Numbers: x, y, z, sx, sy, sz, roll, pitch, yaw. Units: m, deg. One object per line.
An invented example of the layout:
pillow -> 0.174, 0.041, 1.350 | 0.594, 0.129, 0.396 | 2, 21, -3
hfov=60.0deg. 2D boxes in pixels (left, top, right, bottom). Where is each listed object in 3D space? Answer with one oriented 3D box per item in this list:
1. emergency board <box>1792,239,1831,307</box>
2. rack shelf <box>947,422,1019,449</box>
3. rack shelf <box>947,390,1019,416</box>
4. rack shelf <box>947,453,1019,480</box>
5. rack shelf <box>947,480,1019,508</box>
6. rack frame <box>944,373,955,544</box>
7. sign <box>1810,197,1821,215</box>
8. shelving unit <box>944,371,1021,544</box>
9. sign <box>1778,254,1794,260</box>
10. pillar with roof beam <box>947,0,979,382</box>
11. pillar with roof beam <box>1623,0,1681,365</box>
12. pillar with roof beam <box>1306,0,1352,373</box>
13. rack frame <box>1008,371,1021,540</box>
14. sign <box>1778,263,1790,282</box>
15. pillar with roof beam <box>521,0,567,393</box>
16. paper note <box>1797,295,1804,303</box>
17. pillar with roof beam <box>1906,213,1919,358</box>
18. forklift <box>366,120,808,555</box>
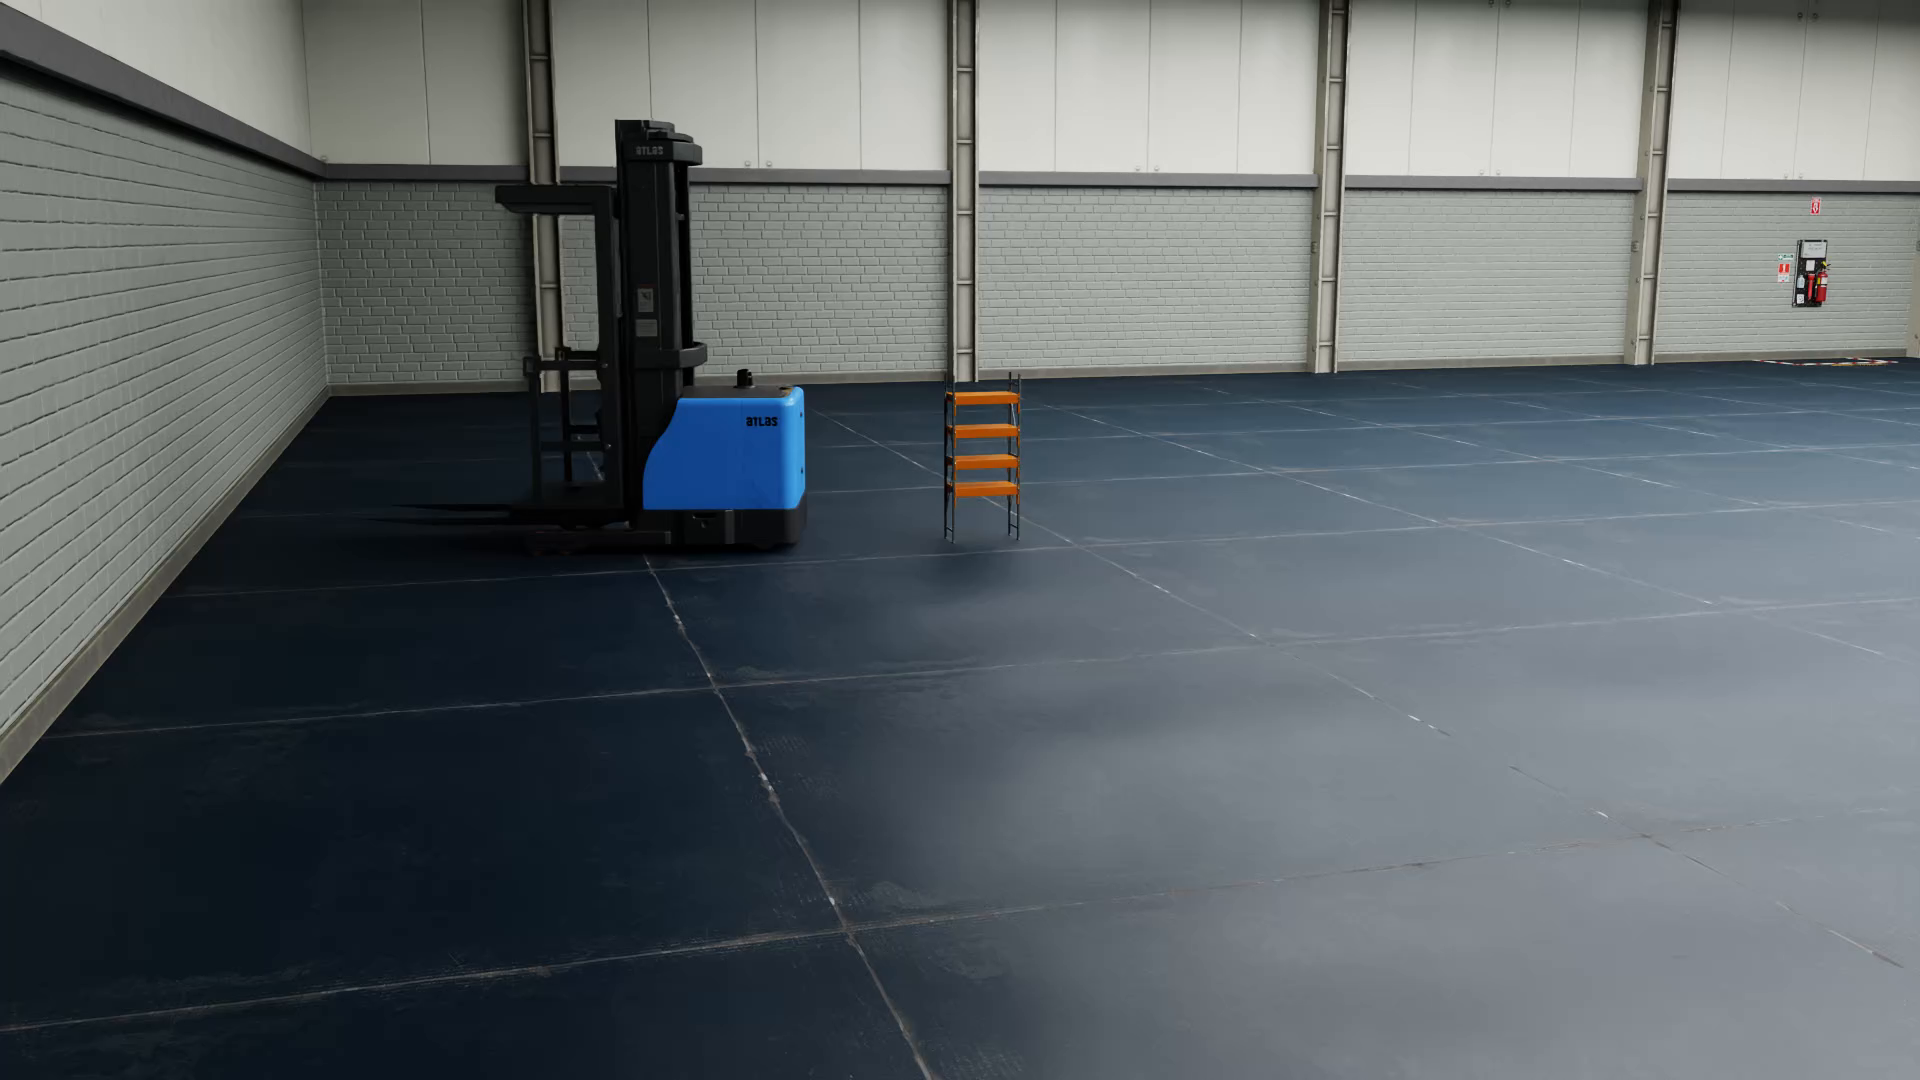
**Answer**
emergency board -> 14.945, -4.663, 29.091 | 0.643, 1.169, 0.194 | -3, 11, -16
rack shelf -> 0.159, -0.752, 11.955 | 0.480, 0.148, 0.258 | -3, 11, -16
rack shelf -> 0.159, -0.985, 11.912 | 0.480, 0.148, 0.258 | -3, 11, -16
rack shelf -> 0.159, -0.532, 11.996 | 0.480, 0.148, 0.258 | -3, 11, -16
rack shelf -> 0.159, -0.337, 12.031 | 0.480, 0.148, 0.258 | -3, 11, -16
rack frame -> -0.075, -0.586, 11.916 | 0.015, 1.200, 0.240 | -3, 11, -16
sign -> 14.909, -5.820, 28.973 | 0.199, 0.298, 0.001 | -3, 11, -16
shelving unit -> 0.159, -0.598, 11.983 | 0.503, 1.200, 0.258 | -3, 11, -16
sign -> 14.392, -4.930, 28.978 | 0.331, 0.109, 0.001 | -3, 11, -16
pillar with roof beam -> 1.249, -6.073, 20.178 | 0.400, 9.000, 9.100 | -3, 11, -16
pillar with roof beam -> 12.770, -6.680, 23.476 | 0.400, 9.000, 9.100 | -3, 11, -16
pillar with roof beam -> 7.009, -6.376, 21.827 | 0.400, 9.000, 9.100 | -3, 11, -16
rack frame -> 0.393, -0.611, 12.050 | 0.015, 1.200, 0.240 | -3, 11, -16
sign -> 14.385, -4.670, 29.033 | 0.234, 0.329, 0.001 | -3, 11, -16
pillar with roof beam -> -4.512, -5.769, 18.528 | 0.400, 9.000, 9.100 | -3, 11, -16
paper note -> 14.755, -4.233, 29.187 | 0.142, 0.148, 0.016 | -3, 11, -16
pillar with roof beam -> 18.531, -6.983, 25.126 | 0.400, 9.000, 9.100 | -3, 11, -16
forklift -> -2.647, -1.436, 11.749 | 3.031, 2.935, 1.130 | 0, 10, -1
